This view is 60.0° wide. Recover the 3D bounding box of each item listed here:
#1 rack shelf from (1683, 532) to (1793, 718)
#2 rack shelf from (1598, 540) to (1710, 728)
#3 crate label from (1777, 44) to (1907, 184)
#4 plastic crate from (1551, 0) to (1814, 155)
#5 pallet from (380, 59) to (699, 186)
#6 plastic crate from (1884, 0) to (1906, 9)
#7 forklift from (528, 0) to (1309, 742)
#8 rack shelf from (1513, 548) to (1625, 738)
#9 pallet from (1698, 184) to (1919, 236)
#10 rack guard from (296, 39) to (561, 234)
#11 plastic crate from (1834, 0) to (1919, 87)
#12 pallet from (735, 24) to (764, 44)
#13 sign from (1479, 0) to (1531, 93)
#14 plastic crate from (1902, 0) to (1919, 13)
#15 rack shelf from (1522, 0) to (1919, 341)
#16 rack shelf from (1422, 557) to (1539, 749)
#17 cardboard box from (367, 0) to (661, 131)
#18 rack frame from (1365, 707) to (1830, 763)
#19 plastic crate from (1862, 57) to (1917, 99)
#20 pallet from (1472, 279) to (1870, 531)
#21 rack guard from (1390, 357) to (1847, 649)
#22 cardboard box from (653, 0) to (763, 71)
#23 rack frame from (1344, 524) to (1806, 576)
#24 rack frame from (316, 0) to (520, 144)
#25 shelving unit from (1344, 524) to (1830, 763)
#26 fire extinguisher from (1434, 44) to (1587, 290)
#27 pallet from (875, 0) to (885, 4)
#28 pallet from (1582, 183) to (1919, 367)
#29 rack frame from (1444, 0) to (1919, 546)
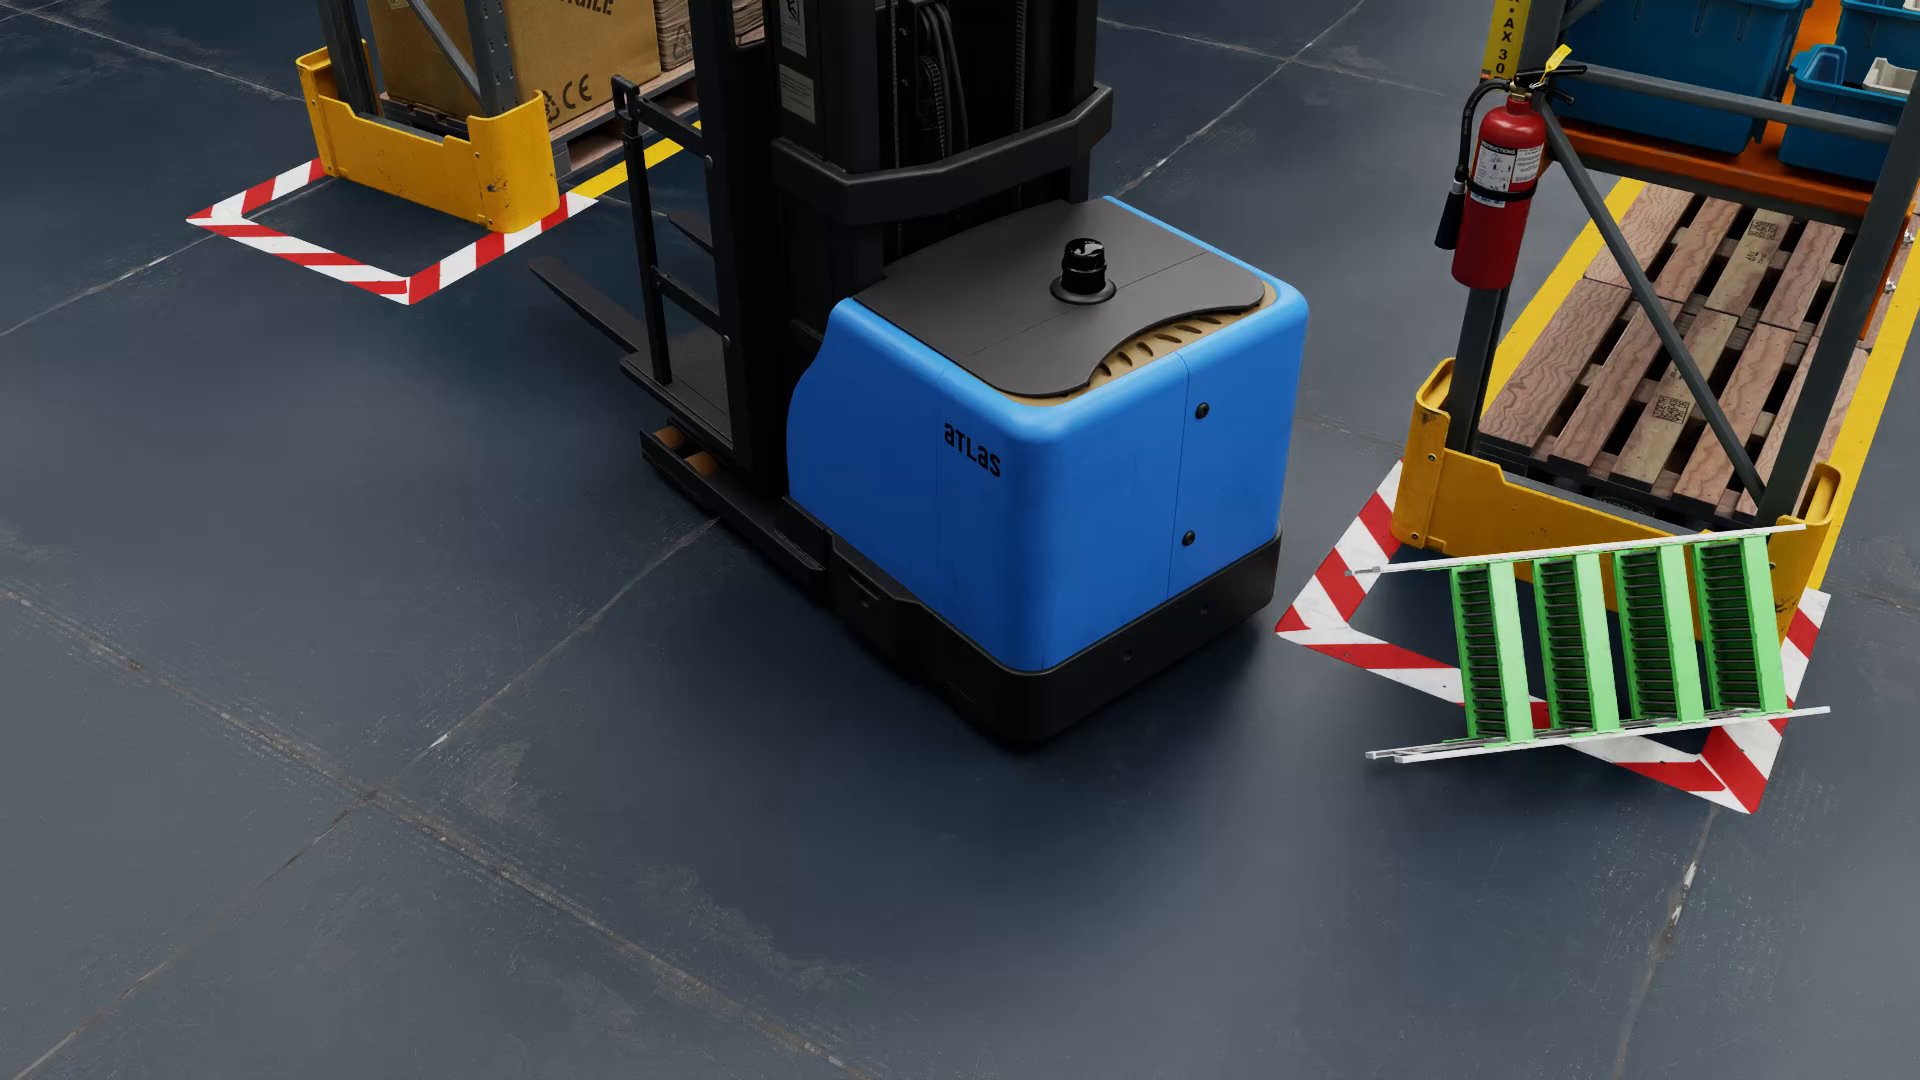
[{"bbox_3d":[2.077,0.232,4.502,0.148,0.480,0.258,-5,-3,-9],"label":"rack shelf"},{"bbox_3d":[1.841,0.254,4.464,0.148,0.480,0.258,-5,-3,-9],"label":"rack shelf"},{"bbox_3d":[2.340,-1.091,4.297,0.416,0.233,0.303,21,42,25],"label":"crate label"},{"bbox_3d":[1.951,-1.386,4.513,0.616,0.435,0.499,21,42,25],"label":"plastic crate"},{"bbox_3d":[-1.890,-2.068,7.759,1.003,0.211,1.213,21,42,25],"label":"pallet"},{"bbox_3d":[3.045,-1.770,5.177,0.416,0.233,0.300,21,42,25],"label":"plastic crate"},{"bbox_3d":[-0.399,-1.453,4.735,1.130,2.935,3.031,-27,45,-30],"label":"forklift"},{"bbox_3d":[1.605,0.275,4.426,0.148,0.480,0.258,-5,-3,-9],"label":"rack shelf"},{"bbox_3d":[3.712,-1.680,7.257,1.003,0.211,1.213,21,42,25],"label":"pallet"},{"bbox_3d":[-2.265,-1.732,7.087,1.175,0.500,0.348,21,42,25],"label":"rack guard"},{"bbox_3d":[2.693,-1.431,4.737,0.416,0.233,0.300,21,42,25],"label":"plastic crate"},{"bbox_3d":[-1.236,-2.694,8.572,1.003,0.211,1.213,21,42,25],"label":"pallet"},{"bbox_3d":[1.457,-1.350,4.411,0.100,0.325,0.005,21,42,25],"label":"sign"},{"bbox_3d":[2.945,-1.541,4.959,0.250,0.136,0.298,21,42,25],"label":"plastic crate"},{"bbox_3d":[3.001,-1.860,5.796,1.077,0.370,4.000,21,42,25],"label":"rack shelf"},{"bbox_3d":[1.369,0.297,4.388,0.148,0.480,0.258,-5,-3,-9],"label":"rack shelf"},{"bbox_3d":[-1.977,-2.415,7.323,0.875,0.875,0.875,21,42,25],"label":"cardboard box"},{"bbox_3d":[1.692,0.512,4.421,1.200,0.015,0.240,-5,-3,-9],"label":"rack frame"},{"bbox_3d":[2.582,-1.191,4.506,0.250,0.136,0.298,21,42,25],"label":"plastic crate"},{"bbox_3d":[2.404,-0.422,5.625,1.003,0.211,1.213,21,42,25],"label":"pallet"},{"bbox_3d":[1.928,-0.108,4.980,1.175,0.500,0.348,21,42,25],"label":"rack guard"},{"bbox_3d":[-1.490,-2.884,7.931,0.875,0.875,0.875,21,42,25],"label":"cardboard box"},{"bbox_3d":[1.643,0.027,4.451,1.200,0.015,0.240,-5,-3,-9],"label":"rack frame"},{"bbox_3d":[-2.252,-2.734,6.340,1.000,3.000,0.127,21,42,25],"label":"rack frame"},{"bbox_3d":[1.668,0.270,4.436,1.200,0.503,0.258,-5,-3,-9],"label":"shelving unit"},{"bbox_3d":[1.465,-1.007,4.468,0.296,0.674,0.183,21,42,25],"label":"fire extinguisher"},{"bbox_3d":[-0.583,-3.326,9.391,1.003,0.211,1.213,21,42,25],"label":"pallet"},{"bbox_3d":[3.059,-1.049,6.438,1.003,0.211,1.213,21,42,25],"label":"pallet"},{"bbox_3d":[1.930,-1.114,4.239,1.000,3.000,0.127,21,42,25],"label":"rack frame"}]
